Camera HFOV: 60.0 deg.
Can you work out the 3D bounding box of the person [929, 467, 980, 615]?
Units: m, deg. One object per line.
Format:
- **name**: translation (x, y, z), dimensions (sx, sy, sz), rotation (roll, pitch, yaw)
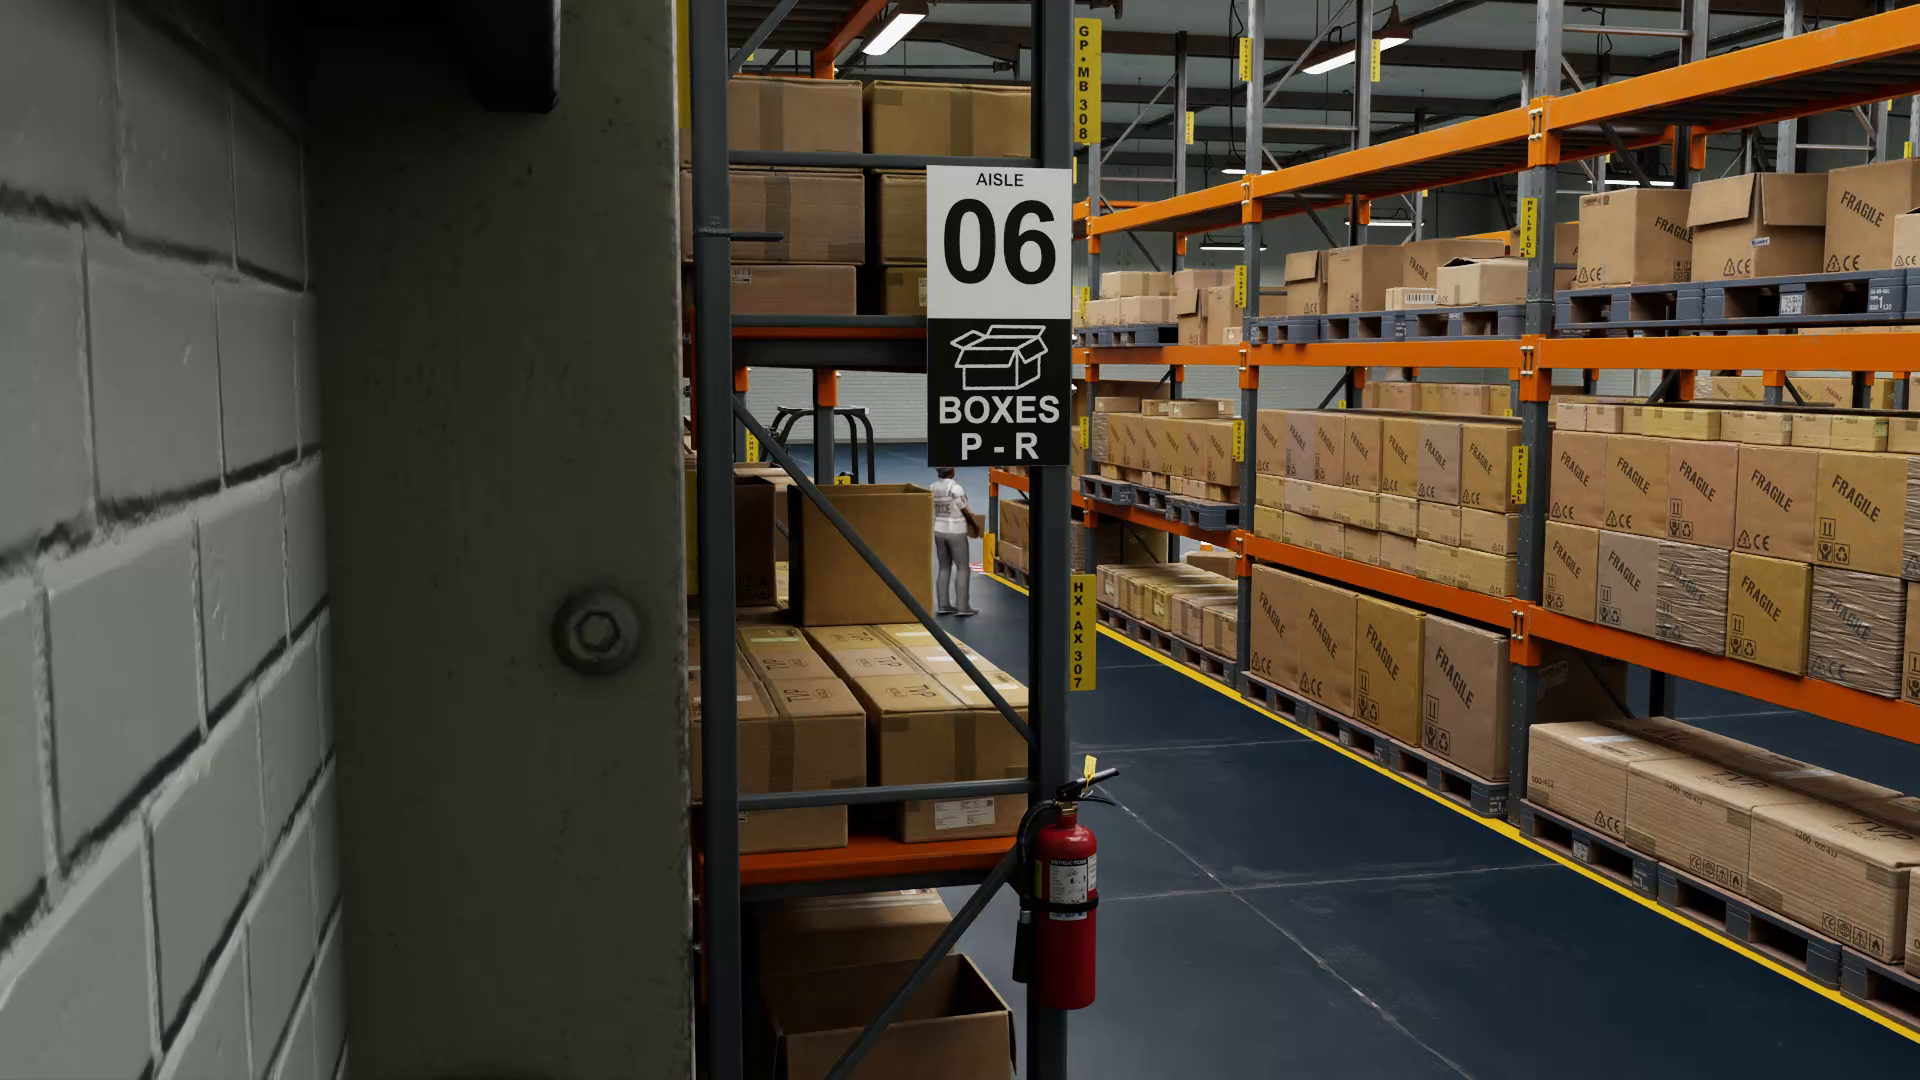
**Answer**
- **person**: translation (-0.055, -0.062, 17.567), dimensions (0.474, 1.702, 0.522), rotation (6, 9, 43)
